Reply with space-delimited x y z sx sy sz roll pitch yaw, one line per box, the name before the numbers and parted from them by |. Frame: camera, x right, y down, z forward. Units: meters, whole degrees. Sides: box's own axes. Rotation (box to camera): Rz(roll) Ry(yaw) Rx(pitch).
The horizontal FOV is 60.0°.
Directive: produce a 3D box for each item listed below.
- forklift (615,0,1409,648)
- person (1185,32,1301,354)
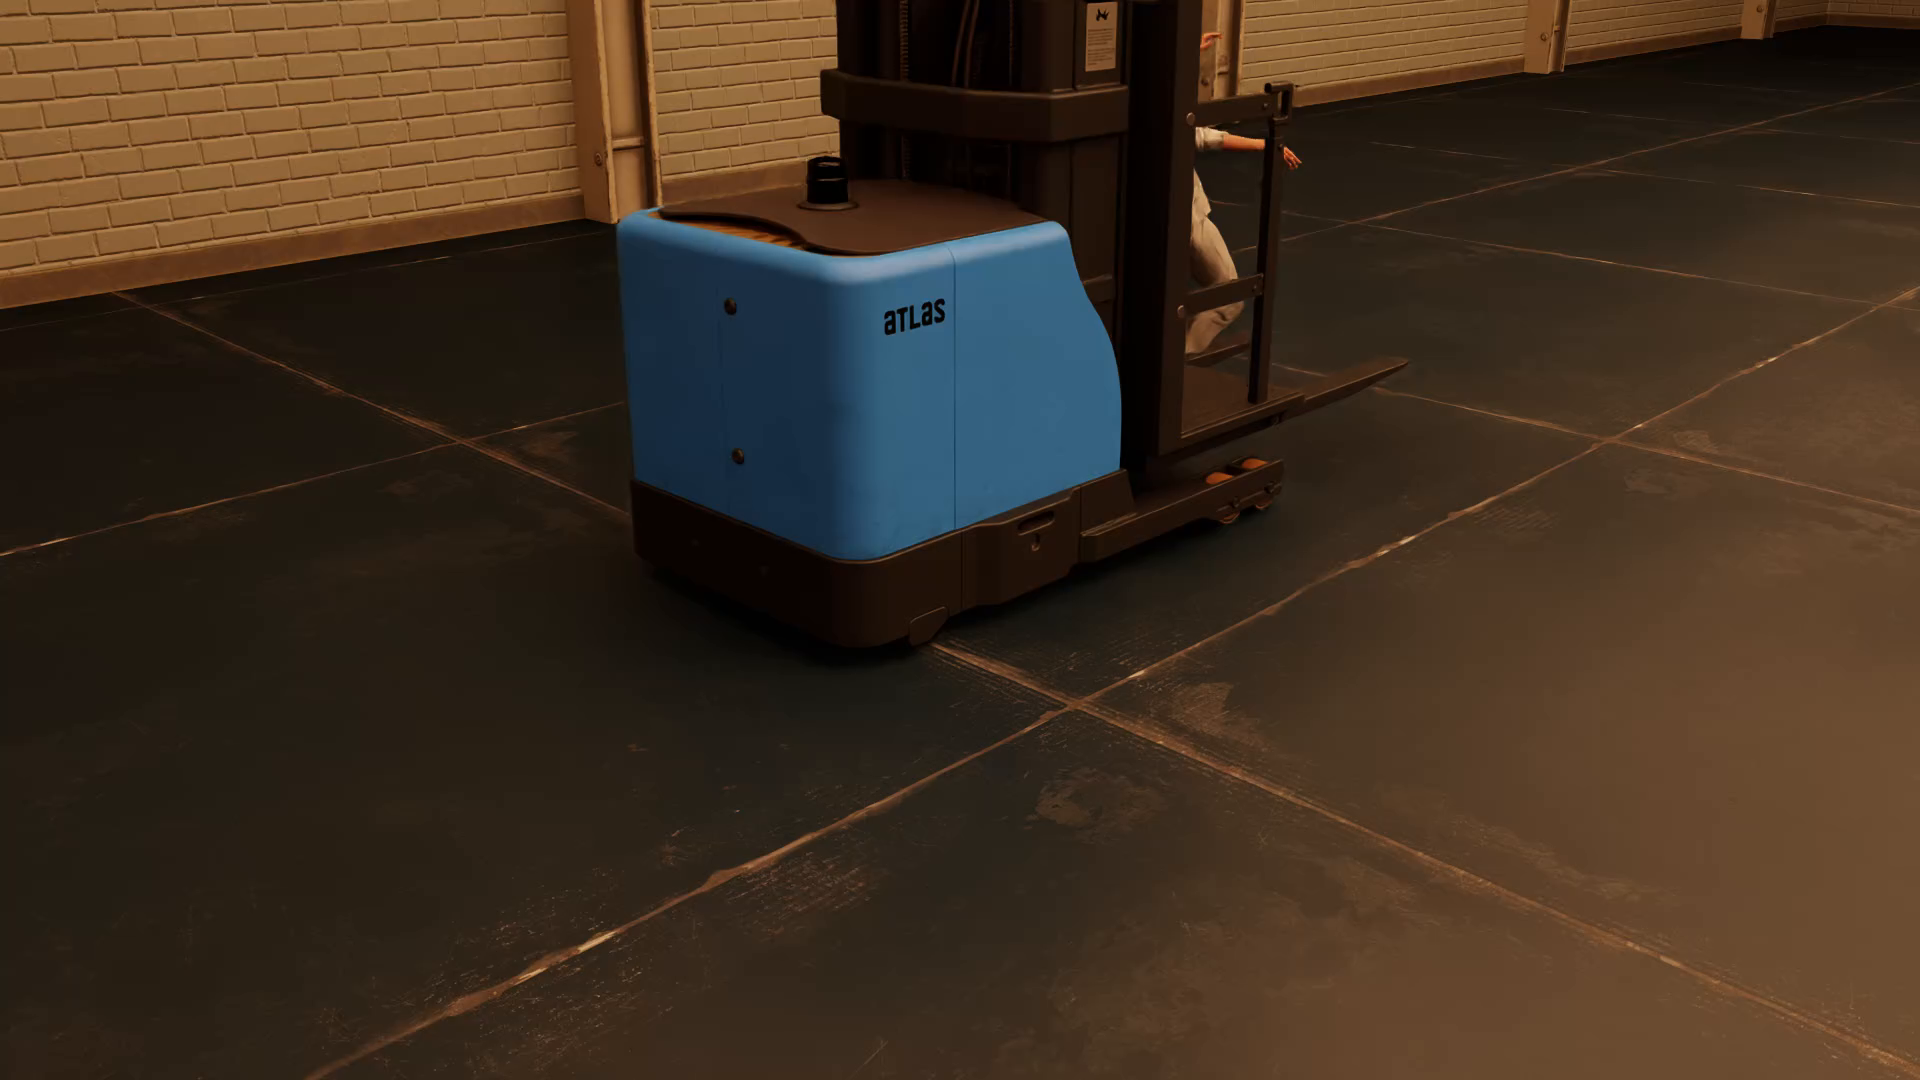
forklift | 0.422 -1.531 5.107 1.130 2.935 3.031 20 29 41
person | 0.819 -1.179 6.302 0.921 1.386 0.660 20 29 41
